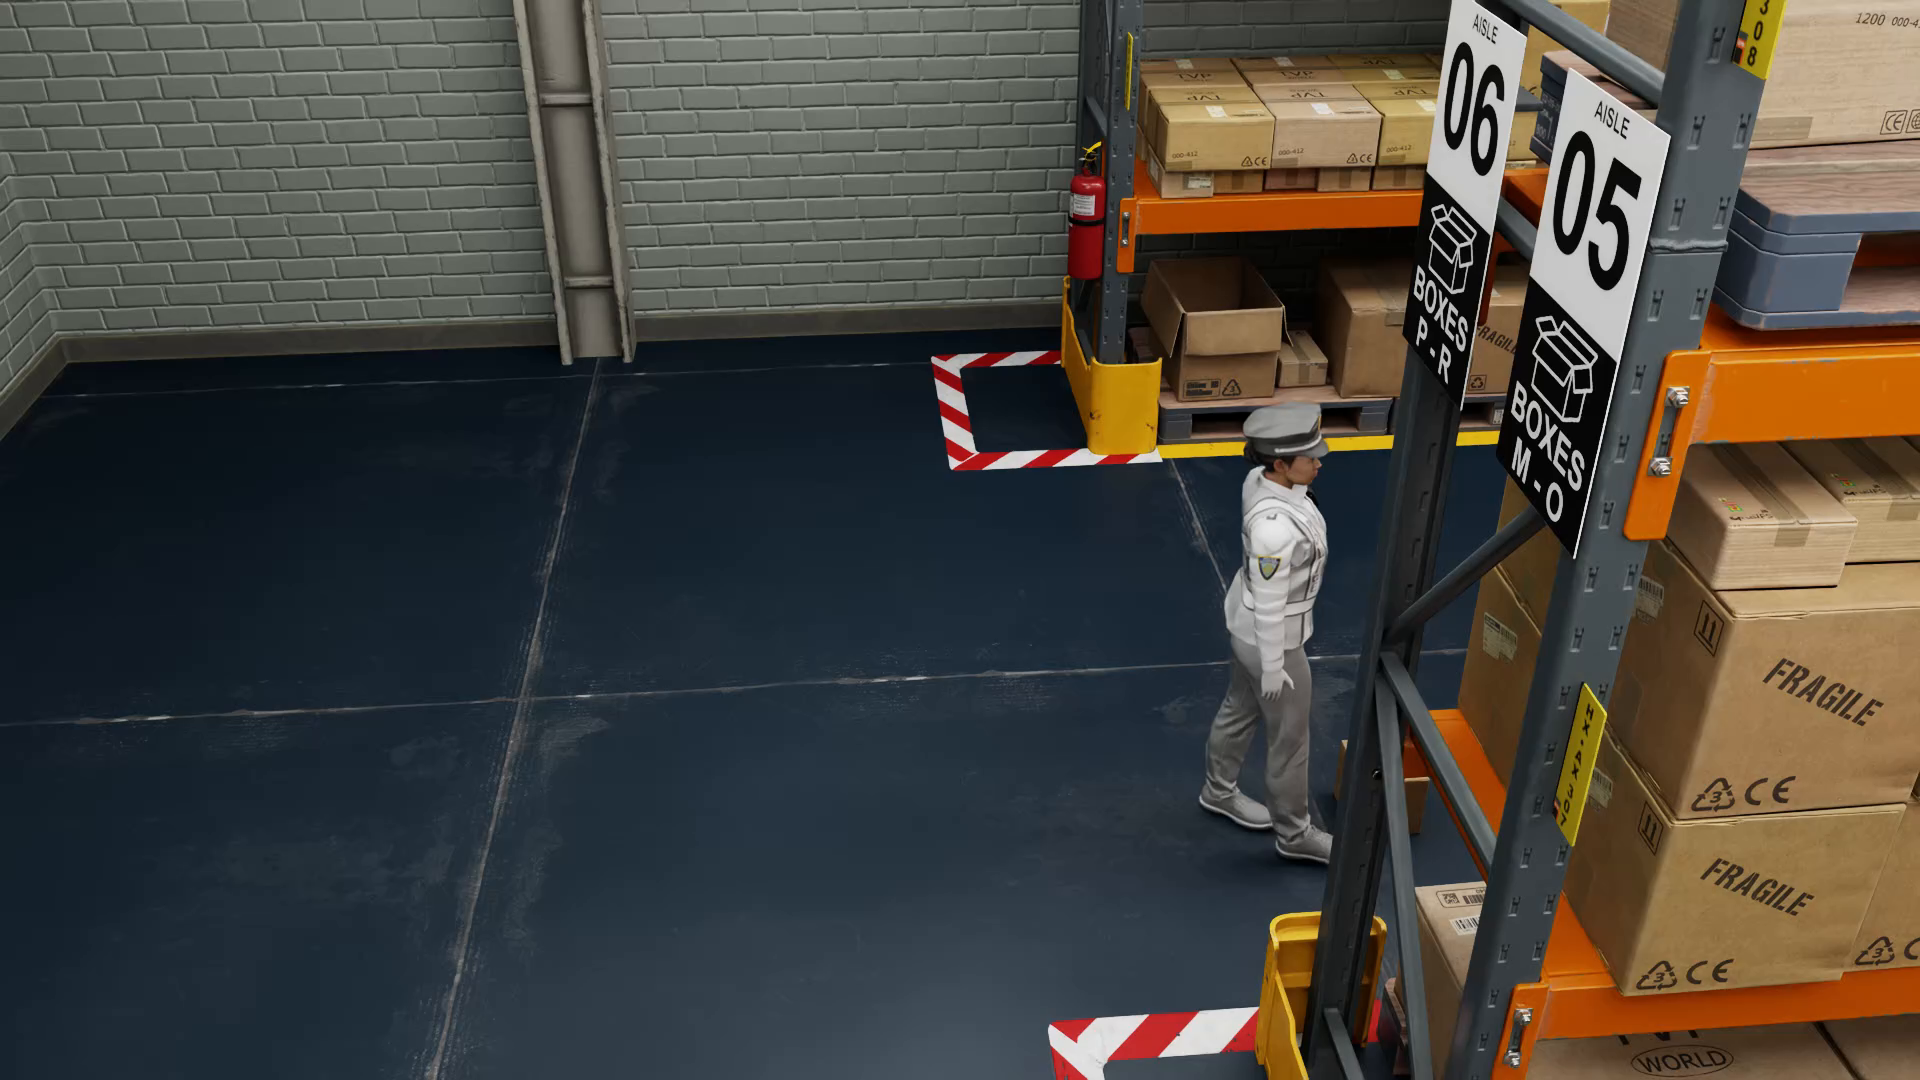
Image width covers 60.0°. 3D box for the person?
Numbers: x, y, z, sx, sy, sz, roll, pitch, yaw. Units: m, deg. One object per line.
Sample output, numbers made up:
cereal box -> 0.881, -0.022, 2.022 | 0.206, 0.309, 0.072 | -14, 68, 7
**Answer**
person -> 1.147, 0.314, 5.593 | 0.545, 1.677, 0.488 | 3, 31, 5
